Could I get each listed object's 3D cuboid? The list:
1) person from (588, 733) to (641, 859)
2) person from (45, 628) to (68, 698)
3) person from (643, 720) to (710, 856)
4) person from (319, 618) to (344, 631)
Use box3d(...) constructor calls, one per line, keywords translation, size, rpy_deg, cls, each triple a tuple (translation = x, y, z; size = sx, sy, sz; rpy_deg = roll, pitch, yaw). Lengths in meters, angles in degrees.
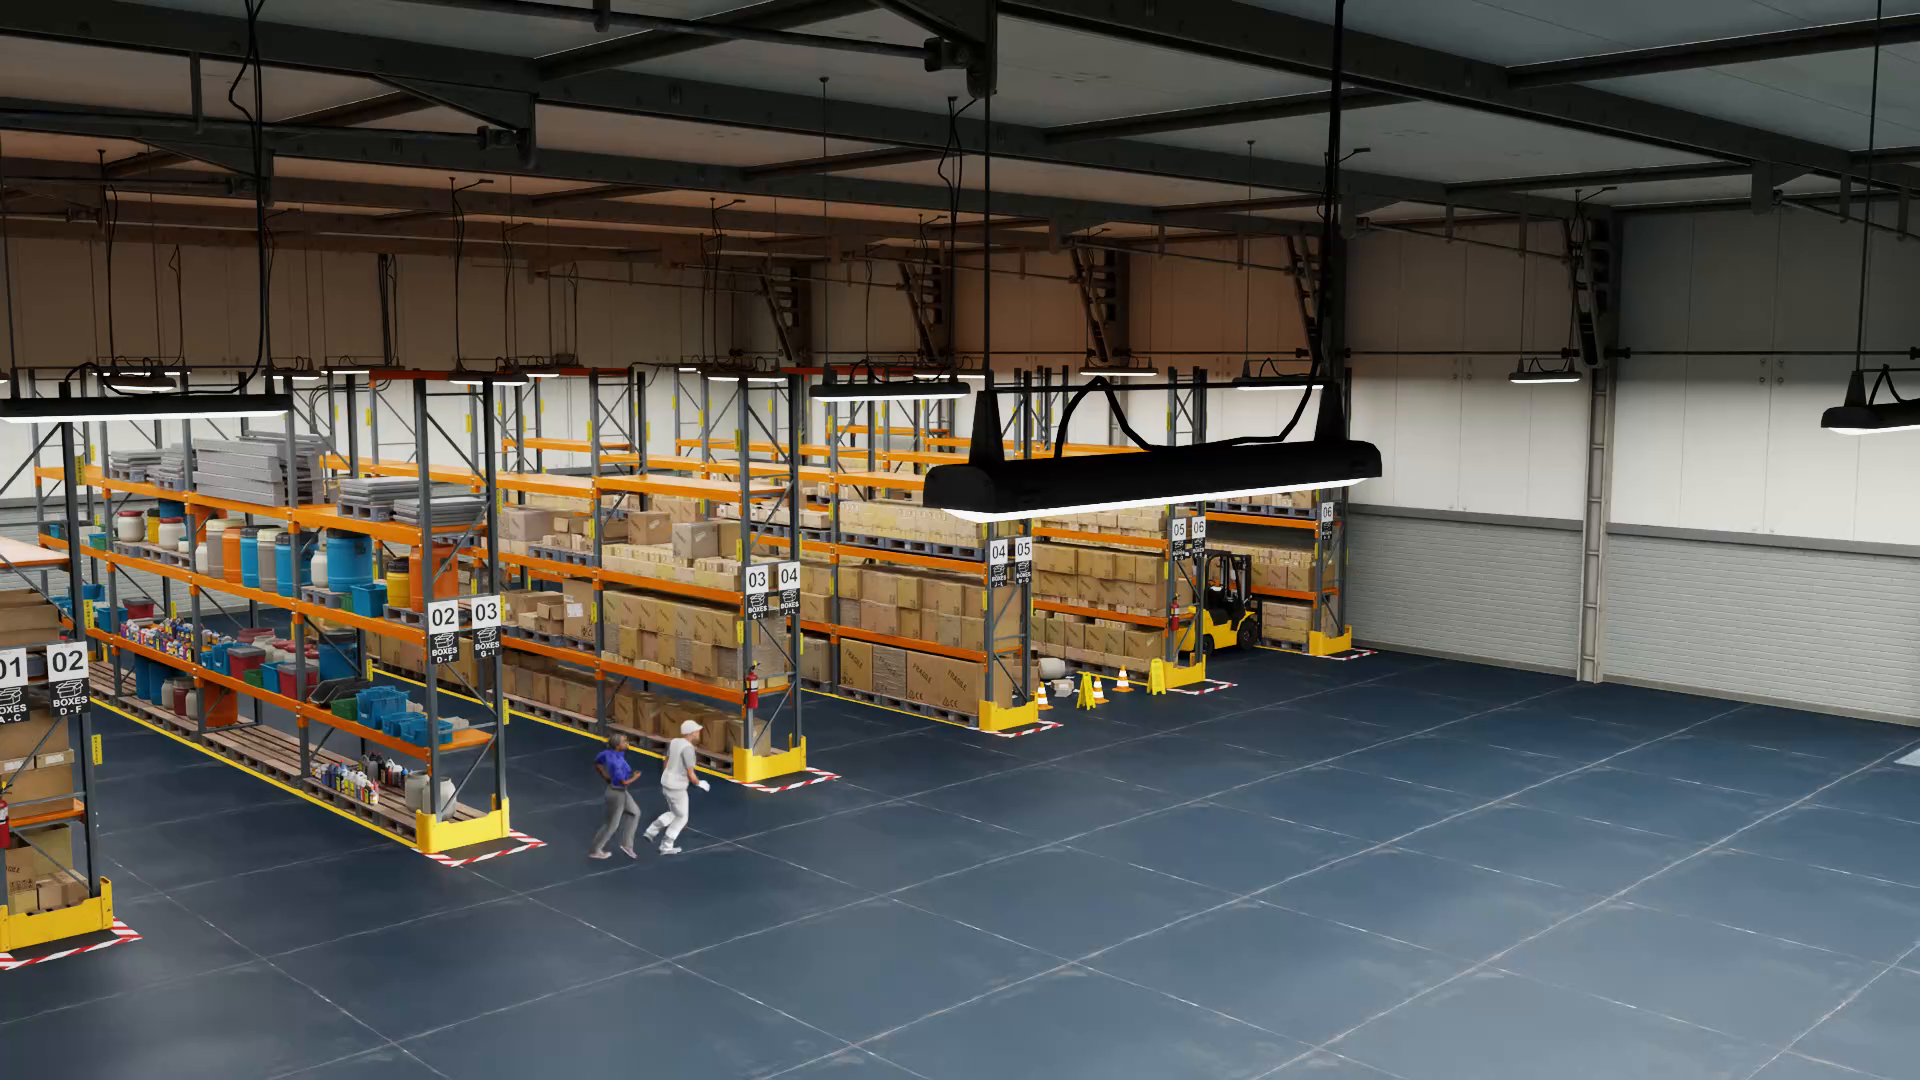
box3d(translation=(-4.280, 3.215, 20.578), size=(0.672, 1.693, 0.568), rpy_deg=(-1, 7, -13), cls="person")
box3d(translation=(-15.607, 2.284, 28.623), size=(0.836, 1.778, 0.578), rpy_deg=(5, 8, 40), cls="person")
box3d(translation=(-3.591, 3.119, 20.990), size=(0.796, 1.693, 0.667), rpy_deg=(-4, 7, -30), cls="person")
box3d(translation=(-12.246, 1.885, 32.326), size=(0.828, 1.625, 0.573), rpy_deg=(5, 8, 38), cls="person")
